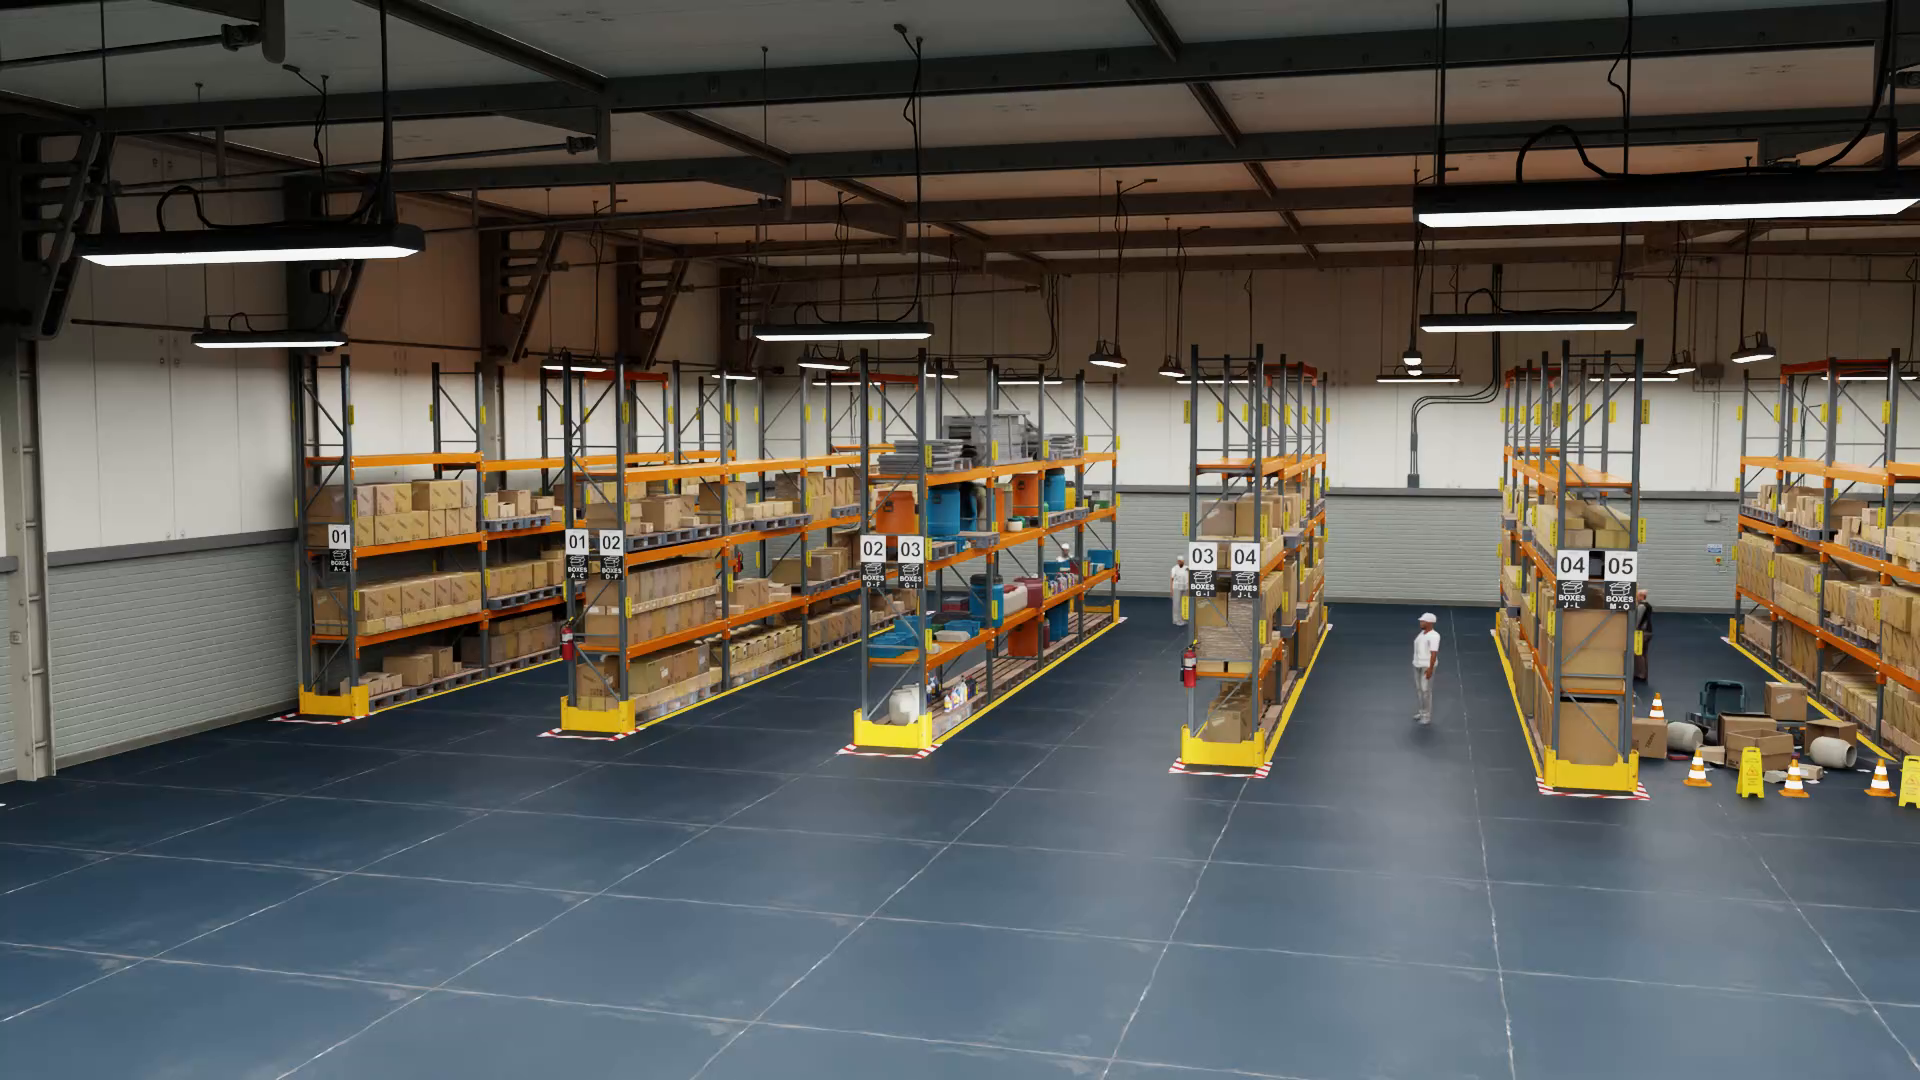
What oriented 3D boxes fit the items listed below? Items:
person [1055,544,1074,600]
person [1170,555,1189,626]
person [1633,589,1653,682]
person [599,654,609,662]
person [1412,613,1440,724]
[{"bbox_3d":[2.669,0.963,42.238,0.577,1.727,1.046,2,5,19],"label":"person"},{"bbox_3d":[5.307,1.202,39.788,0.514,1.669,0.572,-2,5,-22],"label":"person"},{"bbox_3d":[12.808,1.796,31.295,0.394,1.732,0.559,4,6,45],"label":"person"},{"bbox_3d":[-7.047,1.734,32.721,0.394,1.625,1.006,1,4,8],"label":"person"},{"bbox_3d":[7.583,2.097,27.287,0.543,1.805,0.602,-2,5,-25],"label":"person"}]
